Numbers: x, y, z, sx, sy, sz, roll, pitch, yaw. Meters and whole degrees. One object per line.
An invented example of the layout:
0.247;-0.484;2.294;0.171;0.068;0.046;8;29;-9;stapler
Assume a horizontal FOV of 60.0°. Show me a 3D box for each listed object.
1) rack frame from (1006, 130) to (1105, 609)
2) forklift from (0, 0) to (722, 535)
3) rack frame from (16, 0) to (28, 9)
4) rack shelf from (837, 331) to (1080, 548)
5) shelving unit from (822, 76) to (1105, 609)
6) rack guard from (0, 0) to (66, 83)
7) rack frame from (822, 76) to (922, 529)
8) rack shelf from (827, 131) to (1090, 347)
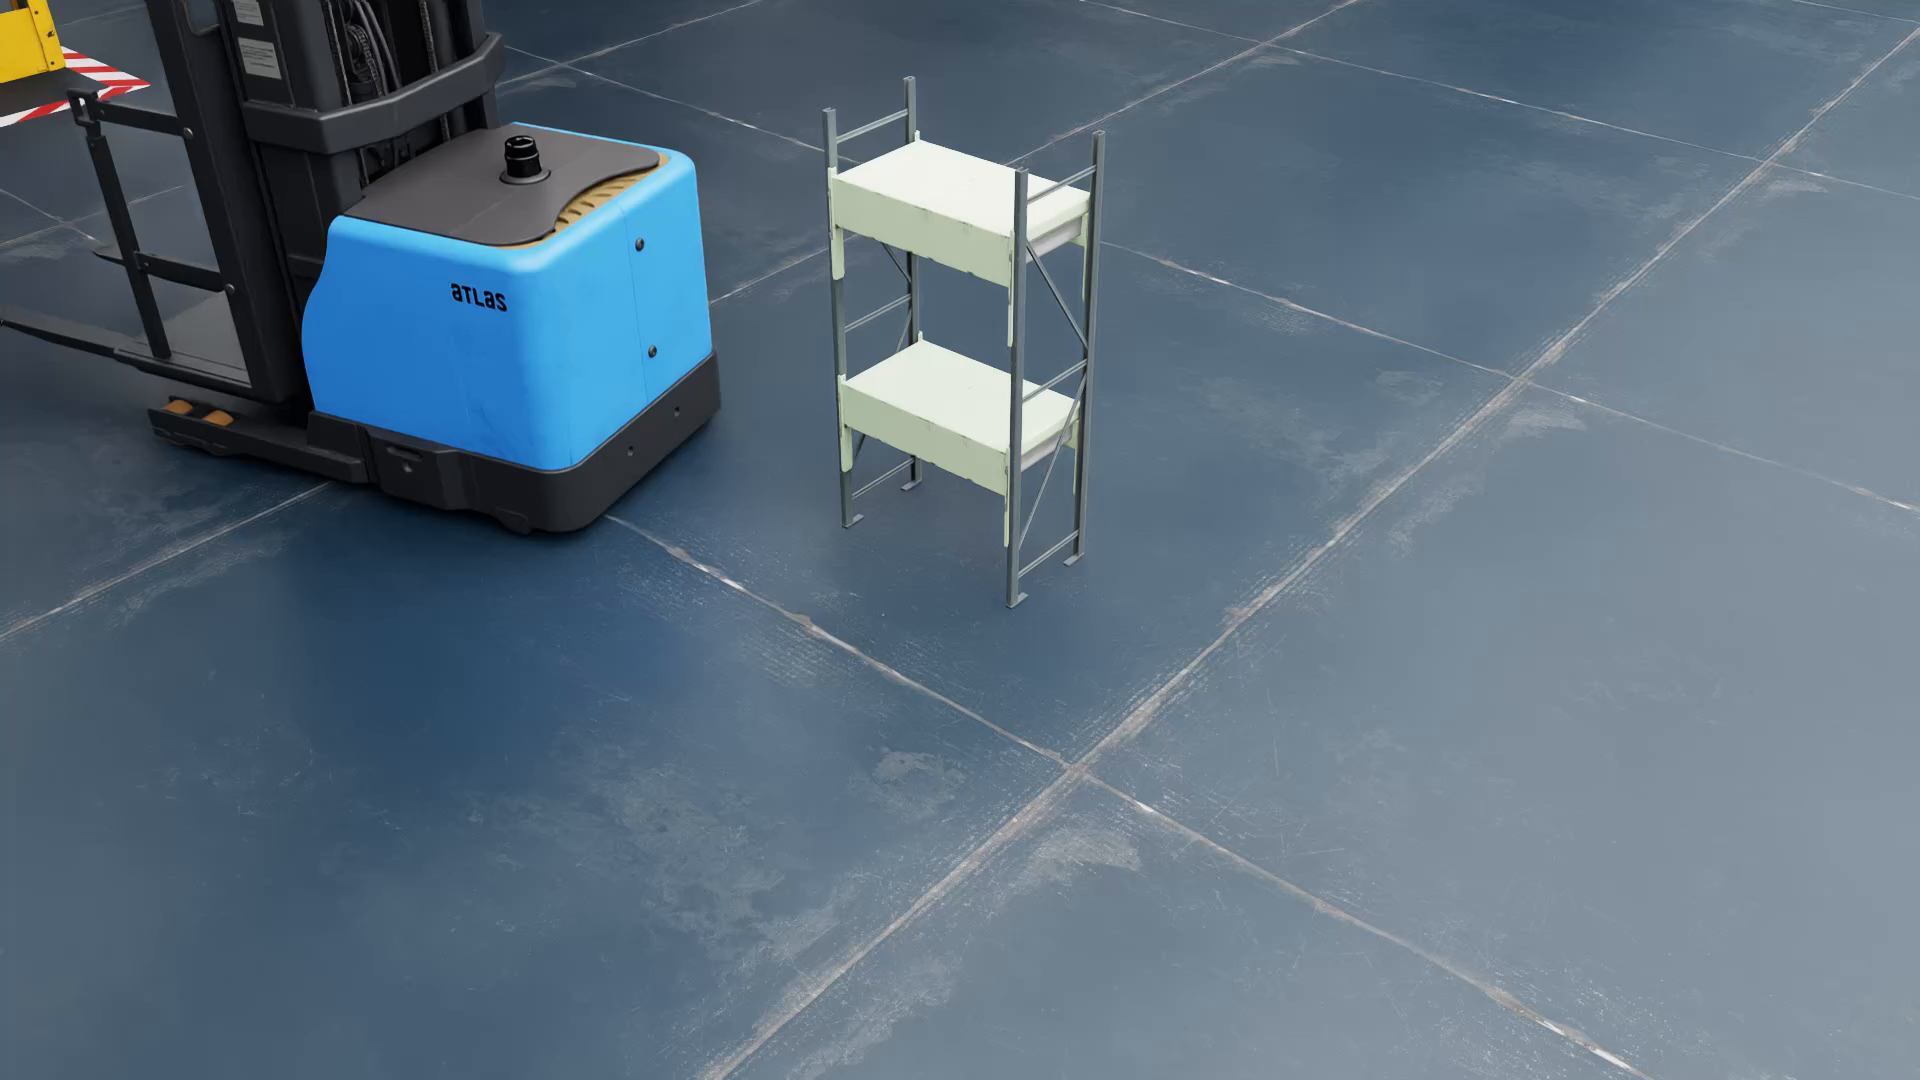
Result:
0.286;-0.483;5.129;0.023;1.500;0.400;25;42;32;rack frame
-2.476;-1.777;5.748;3.031;2.935;1.130;14;37;20;forklift
-5.676;-3.840;8.691;0.127;3.000;1.000;25;42;32;rack frame
0.005;-0.347;5.506;0.720;0.370;0.431;25;42;32;rack shelf
0.005;-0.616;5.322;0.755;1.500;0.431;25;42;32;shelving unit
-5.765;-2.816;9.409;0.348;0.500;1.175;25;42;32;rack guard
-0.276;-0.748;5.515;0.023;1.500;0.400;25;42;32;rack frame
0.005;-0.938;5.101;0.720;0.370;0.431;25;42;32;rack shelf
